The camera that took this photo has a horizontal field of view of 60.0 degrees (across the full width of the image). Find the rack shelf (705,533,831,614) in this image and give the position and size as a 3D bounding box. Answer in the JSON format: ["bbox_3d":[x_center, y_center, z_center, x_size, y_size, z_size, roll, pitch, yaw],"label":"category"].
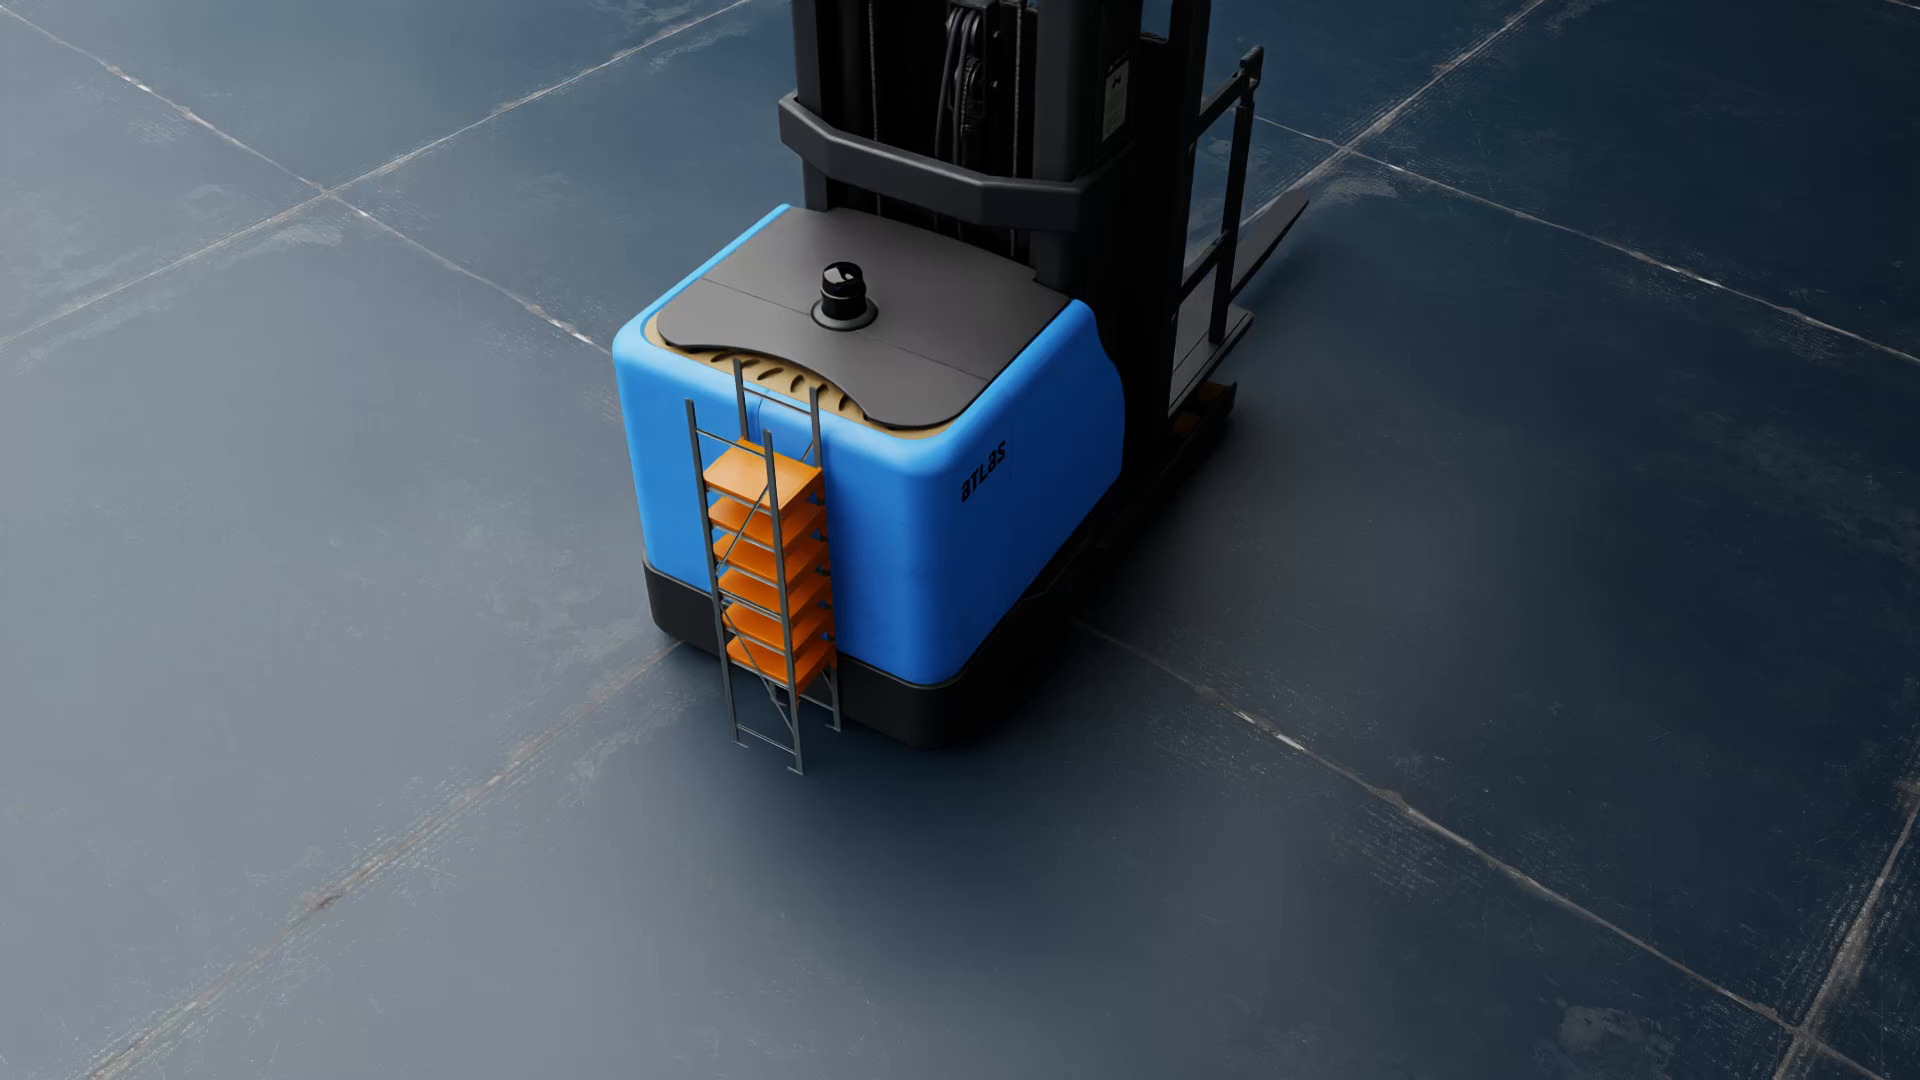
[{"bbox_3d":[-0.482,0.051,4.190,0.258,0.103,0.180,22,47,22],"label":"rack shelf"}]

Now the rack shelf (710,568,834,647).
[{"bbox_3d":[-0.482,0.139,4.271,0.258,0.103,0.180,22,47,22],"label":"rack shelf"}]

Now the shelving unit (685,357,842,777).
[{"bbox_3d":[-0.482,0.106,4.241,0.258,1.200,0.189,22,47,22],"label":"shelving unit"}]

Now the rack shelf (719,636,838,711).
[{"bbox_3d":[-0.482,0.317,4.432,0.258,0.103,0.180,22,47,22],"label":"rack shelf"}]

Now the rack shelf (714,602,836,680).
[{"bbox_3d":[-0.482,0.228,4.352,0.258,0.103,0.180,22,47,22],"label":"rack shelf"}]

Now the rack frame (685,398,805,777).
[{"bbox_3d":[-0.529,0.159,4.183,0.240,1.200,0.006,22,47,22],"label":"rack frame"}]

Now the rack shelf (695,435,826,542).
[{"bbox_3d":[-0.482,-0.127,4.029,0.258,0.103,0.180,22,47,22],"label":"rack shelf"}]

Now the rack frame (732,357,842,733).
[{"bbox_3d":[-0.435,0.054,4.299,0.240,1.200,0.006,22,47,22],"label":"rack frame"}]

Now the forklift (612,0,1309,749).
[{"bbox_3d":[0.278,-1.492,4.712,1.130,2.935,3.031,22,47,22],"label":"forklift"}]

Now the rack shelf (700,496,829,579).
[{"bbox_3d":[-0.482,-0.038,4.109,0.258,0.103,0.180,22,47,22],"label":"rack shelf"}]
